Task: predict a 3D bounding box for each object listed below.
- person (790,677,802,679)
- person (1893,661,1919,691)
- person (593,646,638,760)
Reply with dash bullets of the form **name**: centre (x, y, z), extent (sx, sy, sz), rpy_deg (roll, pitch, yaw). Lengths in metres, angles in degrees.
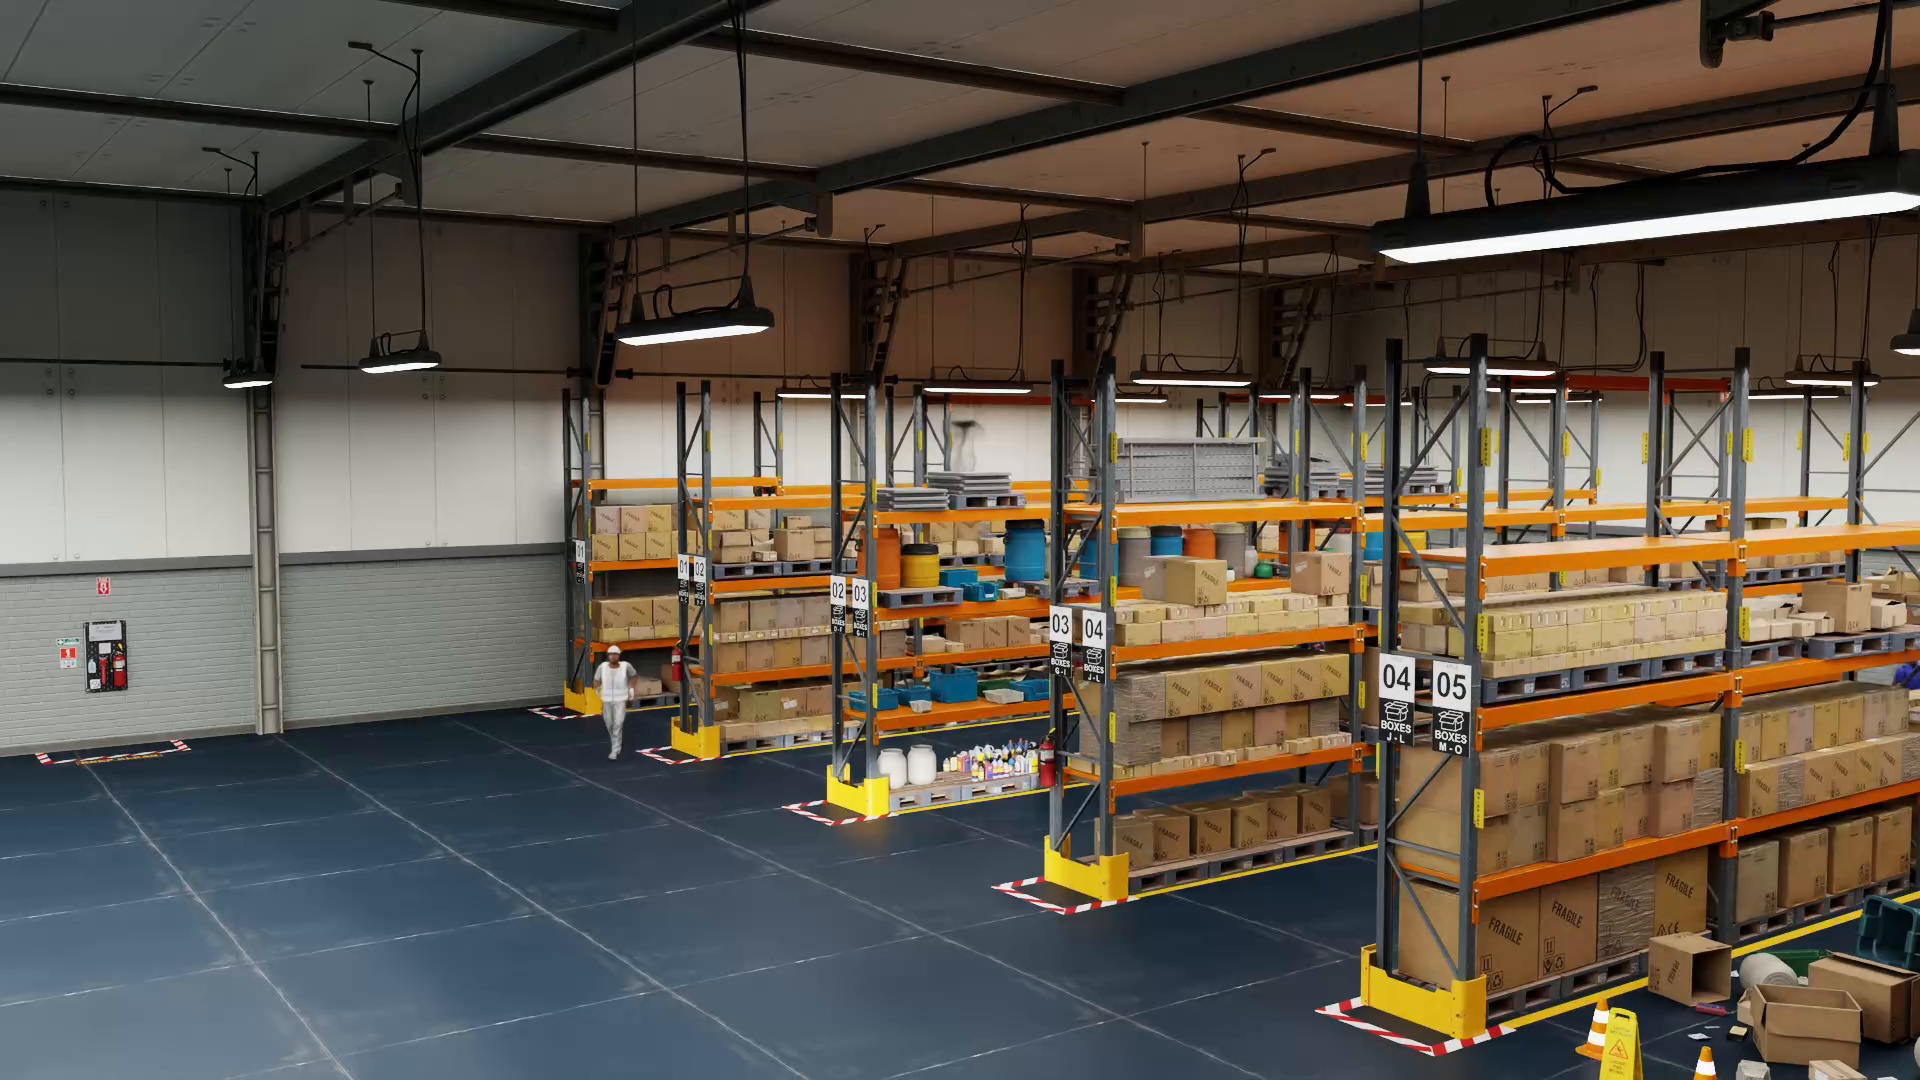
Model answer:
- **person**: centre (-2.931, 2.415, 30.004), extent (0.829, 1.752, 0.591), rpy_deg (-3, 5, -42)
- **person**: centre (15.710, 2.614, 27.488), extent (0.607, 1.601, 0.572), rpy_deg (0, 4, -2)
- **person**: centre (-5.503, 2.559, 26.512), extent (0.686, 1.767, 1.012), rpy_deg (0, 4, -2)
